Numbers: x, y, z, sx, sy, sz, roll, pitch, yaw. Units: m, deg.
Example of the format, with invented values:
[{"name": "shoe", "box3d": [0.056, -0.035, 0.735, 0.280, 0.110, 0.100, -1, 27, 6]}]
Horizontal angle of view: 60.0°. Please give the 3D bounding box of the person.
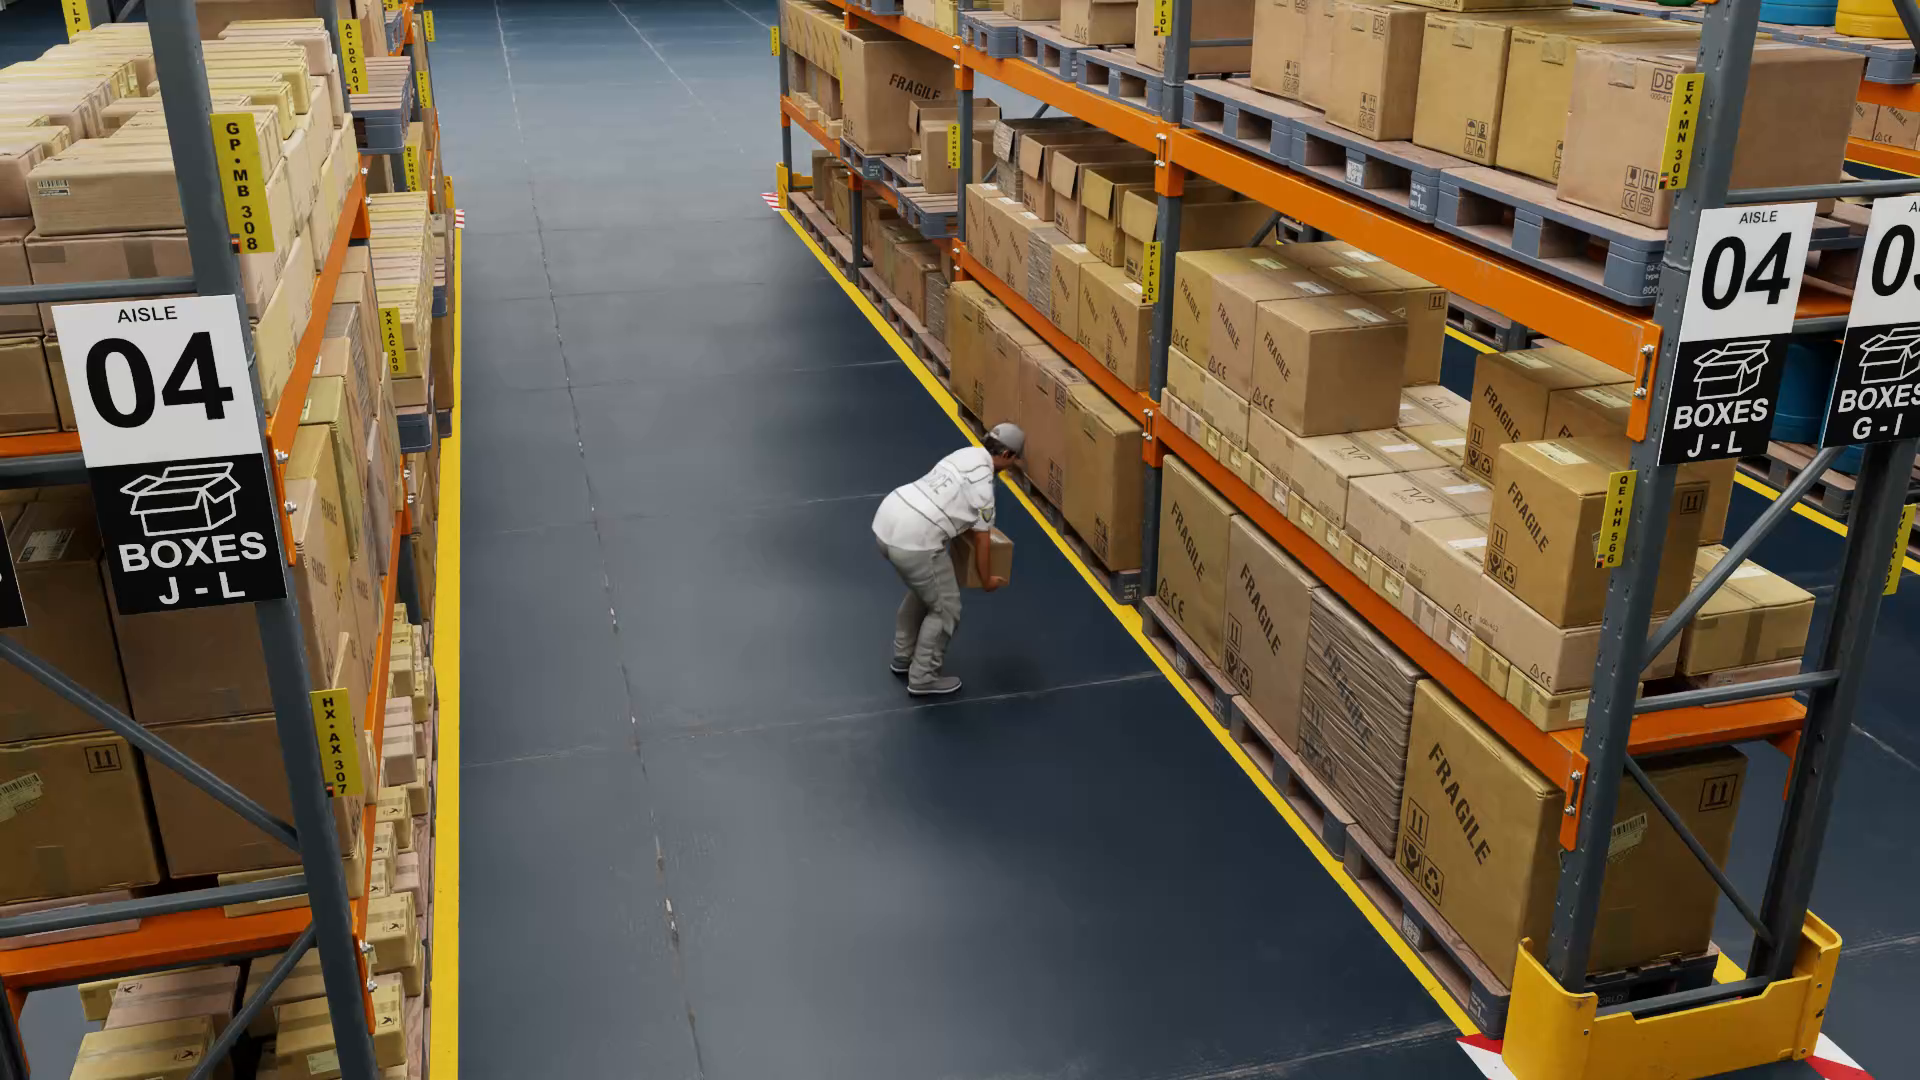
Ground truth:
[{"name": "person", "box3d": [-0.031, 0.087, 8.751, 0.848, 1.390, 0.457, -10, 25, -22]}]
